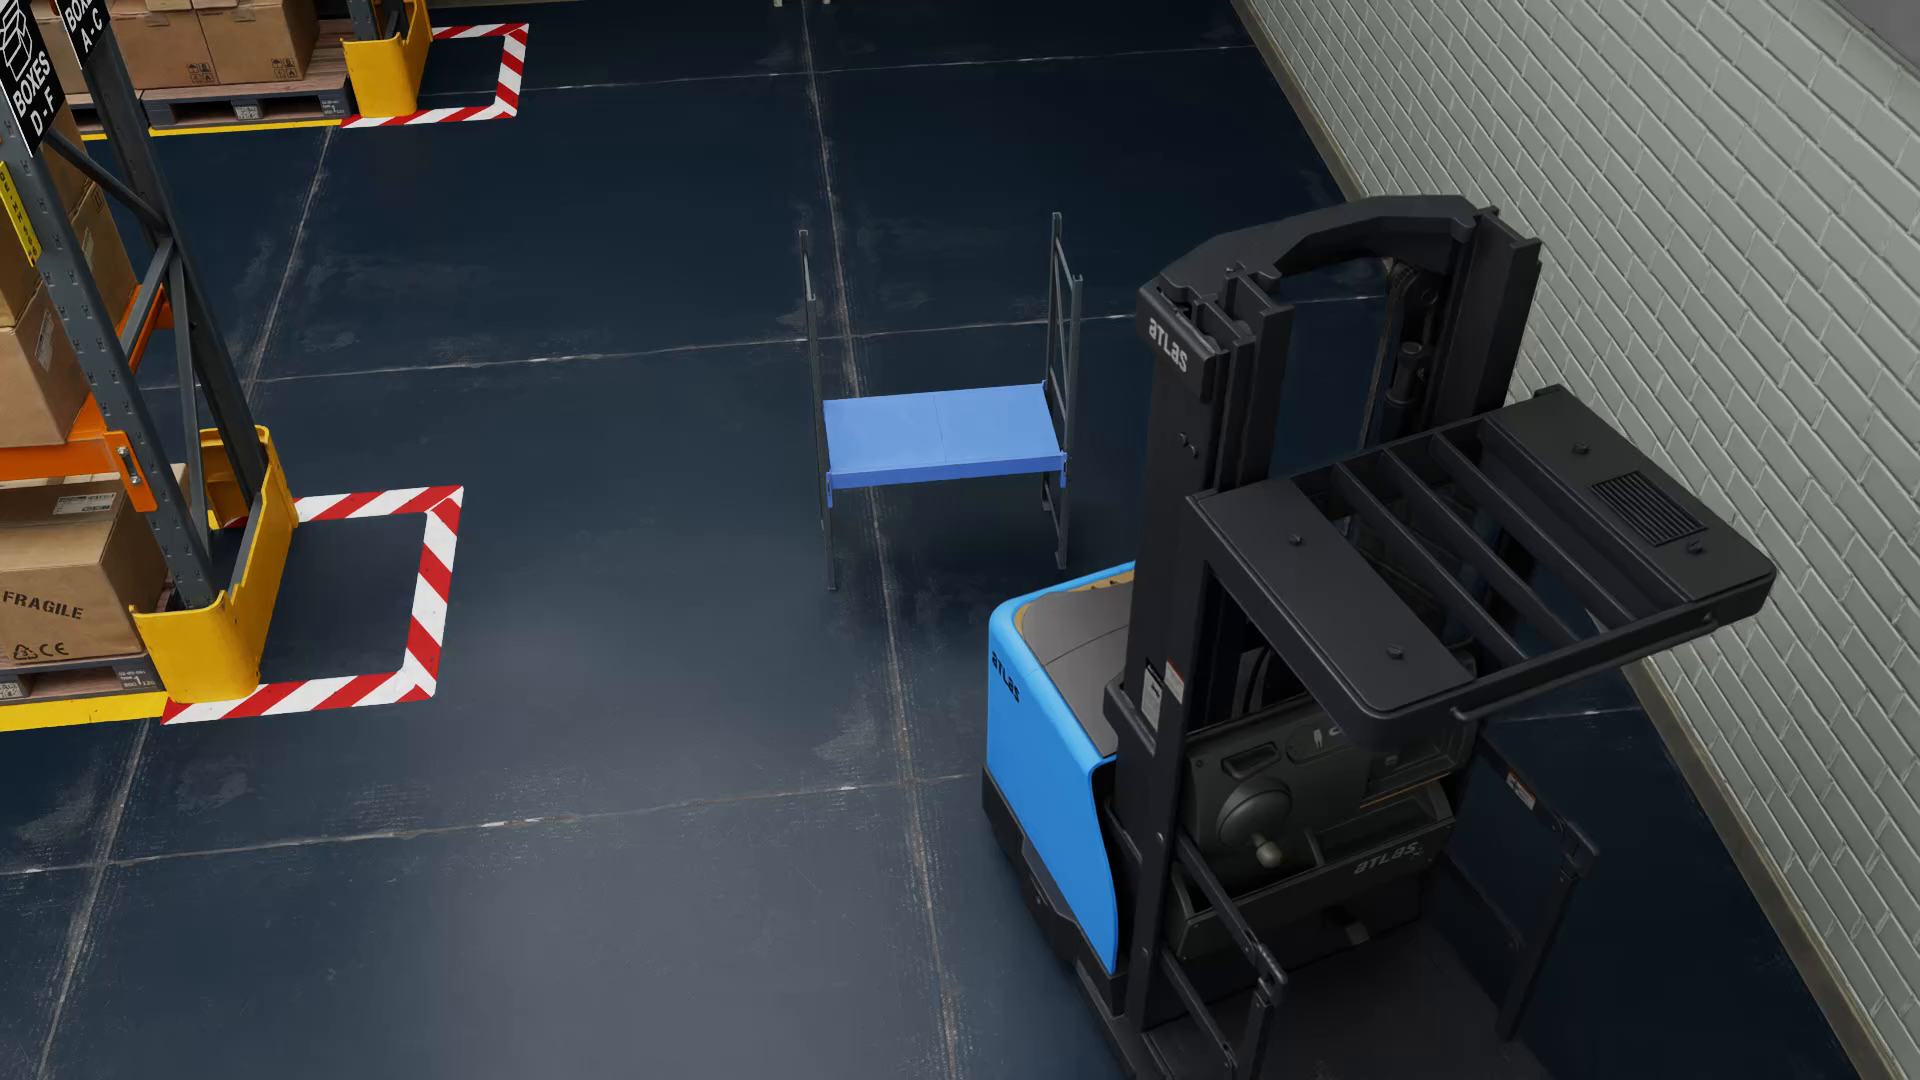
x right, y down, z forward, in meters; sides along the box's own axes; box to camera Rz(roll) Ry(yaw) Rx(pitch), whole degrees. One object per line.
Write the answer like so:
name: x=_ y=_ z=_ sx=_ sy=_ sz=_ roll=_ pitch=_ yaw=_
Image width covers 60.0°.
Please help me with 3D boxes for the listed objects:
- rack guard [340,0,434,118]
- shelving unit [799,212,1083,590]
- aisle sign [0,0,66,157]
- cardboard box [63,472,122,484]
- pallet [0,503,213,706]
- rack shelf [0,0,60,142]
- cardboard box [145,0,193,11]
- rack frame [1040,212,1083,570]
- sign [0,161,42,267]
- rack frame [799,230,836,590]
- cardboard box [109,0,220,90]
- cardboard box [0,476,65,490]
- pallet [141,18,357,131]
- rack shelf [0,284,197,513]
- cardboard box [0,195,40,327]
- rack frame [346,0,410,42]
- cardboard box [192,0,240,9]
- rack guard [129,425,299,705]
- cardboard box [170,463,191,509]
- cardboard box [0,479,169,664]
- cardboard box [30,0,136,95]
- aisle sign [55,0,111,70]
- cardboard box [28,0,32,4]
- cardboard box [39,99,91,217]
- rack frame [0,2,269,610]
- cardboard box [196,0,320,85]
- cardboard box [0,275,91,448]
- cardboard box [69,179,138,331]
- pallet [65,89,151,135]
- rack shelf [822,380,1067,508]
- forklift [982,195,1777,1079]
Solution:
rack guard: x=-3.658 y=-3.217 z=10.658 sx=0.348 sy=0.500 sz=1.175 roll=-5 pitch=42 yaw=-6
shelving unit: x=-0.085 y=-0.550 z=6.955 sx=1.048 sy=1.500 sz=0.538 roll=-5 pitch=42 yaw=-6
aisle sign: x=-2.928 y=-1.621 z=5.082 sx=0.004 sy=0.787 sz=0.394 roll=-5 pitch=42 yaw=-6
cardboard box: x=-3.743 y=-0.135 z=7.162 sx=0.250 sy=0.166 sz=0.380 roll=-5 pitch=42 yaw=-6
pallet: x=-3.901 y=0.259 z=7.021 sx=1.213 sy=0.211 sz=1.003 roll=-5 pitch=42 yaw=-6
rack shelf: x=-5.019 y=-1.526 z=5.215 sx=4.000 sy=0.370 sz=1.077 roll=-5 pitch=42 yaw=-6
cardboard box: x=-4.720 y=-3.329 z=9.985 sx=0.250 sy=0.149 sz=0.380 roll=-4 pitch=42 yaw=-4
rack frame: x=0.419 y=-0.594 z=7.004 sx=0.032 sy=1.500 sz=0.500 roll=-5 pitch=42 yaw=-6
sign: x=-2.983 y=-1.030 z=5.267 sx=0.005 sy=0.325 sz=0.100 roll=-5 pitch=42 yaw=-6
rack frame: x=-0.589 y=-0.505 z=6.906 sx=0.032 sy=1.500 sz=0.500 roll=-5 pitch=42 yaw=-6
cardboard box: x=-4.859 y=-3.200 z=10.326 sx=0.500 sy=0.500 sz=0.700 roll=-5 pitch=42 yaw=-6
cardboard box: x=-4.107 y=-0.093 z=7.053 sx=0.500 sy=0.250 sz=0.500 roll=-5 pitch=42 yaw=-6
pallet: x=-4.464 y=-2.986 z=10.618 sx=1.213 sy=0.211 sz=1.003 roll=-5 pitch=42 yaw=-6
rack shelf: x=-5.019 y=-0.412 z=6.220 sx=4.000 sy=0.370 sz=1.077 roll=-5 pitch=42 yaw=-6
cardboard box: x=-3.441 y=-1.040 z=5.558 sx=0.500 sy=0.500 sz=0.500 roll=-5 pitch=42 yaw=-6
rack frame: x=-3.681 y=-4.143 z=9.818 sx=0.127 sy=3.000 sz=1.000 roll=-5 pitch=42 yaw=-6
cardboard box: x=-4.466 y=-3.352 z=10.010 sx=0.250 sy=0.149 sz=0.380 roll=-5 pitch=42 yaw=-6
rack guard: x=-3.111 y=0.082 z=7.001 sx=0.348 sy=0.500 sz=1.175 roll=-5 pitch=42 yaw=-6
cardboard box: x=-3.495 y=-0.150 z=7.192 sx=0.250 sy=0.149 sz=0.380 roll=-5 pitch=42 yaw=-6
cardboard box: x=-3.543 y=0.123 z=6.628 sx=0.500 sy=0.500 sz=0.500 roll=-5 pitch=42 yaw=-6
cardboard box: x=-5.357 y=-3.156 z=10.277 sx=0.500 sy=0.500 sz=0.700 roll=-6 pitch=42 yaw=-7
aisle sign: x=-3.006 y=-2.019 z=5.523 sx=0.004 sy=0.787 sz=0.394 roll=-5 pitch=42 yaw=-6
cardboard box: x=-5.885 y=-3.104 z=10.220 sx=0.500 sy=0.500 sz=0.700 roll=-4 pitch=42 yaw=-5
cardboard box: x=-3.510 y=-1.398 z=5.954 sx=0.500 sy=0.500 sz=0.500 roll=-4 pitch=42 yaw=-4
rack frame: x=-3.036 y=-0.853 z=6.171 sx=0.127 sy=3.000 sz=1.000 roll=-5 pitch=42 yaw=-6
cardboard box: x=-4.363 y=-3.243 z=10.374 sx=0.500 sy=0.500 sz=0.700 roll=-5 pitch=42 yaw=-6
cardboard box: x=-3.444 y=-0.671 z=5.894 sx=0.500 sy=0.500 sz=0.500 roll=-4 pitch=42 yaw=-4
cardboard box: x=-3.510 y=-1.027 z=6.289 sx=0.500 sy=0.500 sz=0.500 roll=-4 pitch=42 yaw=-5
pallet: x=-5.671 y=-2.882 z=10.503 sx=1.213 sy=0.211 sz=1.003 roll=-5 pitch=42 yaw=-6
rack shelf: x=-0.085 y=-0.416 z=7.075 sx=1.000 sy=0.185 sz=0.538 roll=-5 pitch=42 yaw=-6
forklift: x=1.142 y=0.701 z=4.500 sx=1.130 sy=2.935 sz=3.031 roll=-17 pitch=45 yaw=-18
